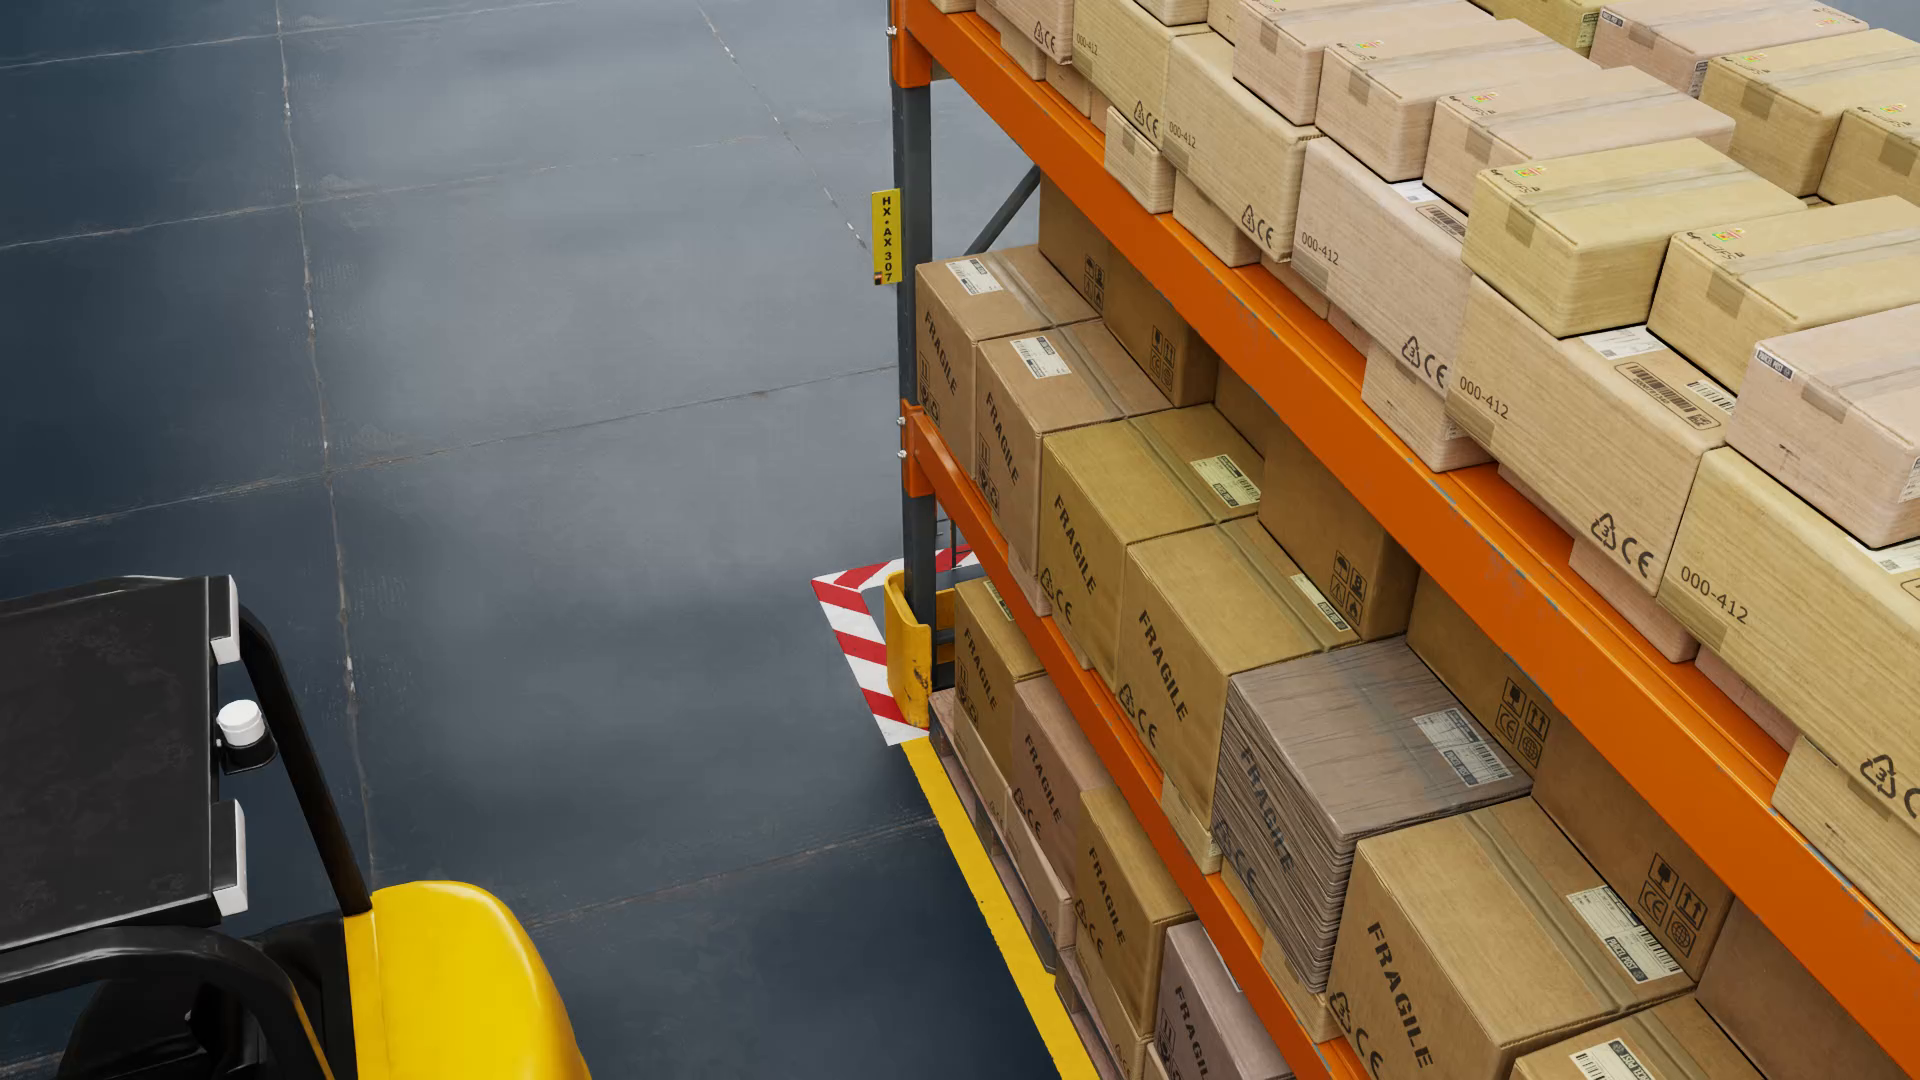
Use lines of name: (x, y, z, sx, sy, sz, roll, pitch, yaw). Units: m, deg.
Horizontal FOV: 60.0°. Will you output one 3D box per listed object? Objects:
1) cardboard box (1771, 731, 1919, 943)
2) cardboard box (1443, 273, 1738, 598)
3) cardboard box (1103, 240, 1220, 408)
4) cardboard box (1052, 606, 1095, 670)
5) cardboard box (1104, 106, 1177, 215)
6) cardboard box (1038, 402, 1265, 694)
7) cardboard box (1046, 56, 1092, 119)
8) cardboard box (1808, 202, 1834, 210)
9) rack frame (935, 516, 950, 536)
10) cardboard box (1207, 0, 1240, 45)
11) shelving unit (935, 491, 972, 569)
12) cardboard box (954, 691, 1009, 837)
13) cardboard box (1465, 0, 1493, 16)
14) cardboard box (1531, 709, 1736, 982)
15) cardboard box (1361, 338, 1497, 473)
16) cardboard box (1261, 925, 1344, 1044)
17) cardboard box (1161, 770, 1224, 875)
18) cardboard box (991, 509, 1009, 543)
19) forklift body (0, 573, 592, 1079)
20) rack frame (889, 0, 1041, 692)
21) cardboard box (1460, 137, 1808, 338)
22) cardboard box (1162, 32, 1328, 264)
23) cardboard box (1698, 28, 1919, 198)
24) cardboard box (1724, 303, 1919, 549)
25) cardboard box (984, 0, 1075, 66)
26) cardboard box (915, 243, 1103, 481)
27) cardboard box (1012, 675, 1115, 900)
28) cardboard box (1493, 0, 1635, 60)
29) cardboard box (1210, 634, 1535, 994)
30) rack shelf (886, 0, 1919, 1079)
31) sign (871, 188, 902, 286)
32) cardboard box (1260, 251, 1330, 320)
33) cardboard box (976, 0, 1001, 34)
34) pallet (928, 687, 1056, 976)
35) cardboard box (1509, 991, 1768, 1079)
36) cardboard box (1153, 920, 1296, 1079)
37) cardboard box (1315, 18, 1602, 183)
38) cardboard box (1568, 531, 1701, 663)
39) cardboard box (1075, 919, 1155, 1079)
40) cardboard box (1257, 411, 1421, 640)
cardboard box: (1.260, 0.312, 2.058, 0.380, 0.149, 0.250, -12, 39, -16)
cardboard box: (1.076, -0.211, 2.421, 0.500, 0.250, 0.500, -13, 39, -17)
cardboard box: (0.827, -0.762, 4.607, 0.700, 0.500, 0.500, -12, 39, -16)
cardboard box: (0.482, 0.199, 4.701, 0.380, 0.149, 0.250, -11, 38, -15)
cardboard box: (0.537, -0.848, 3.599, 0.380, 0.149, 0.250, -12, 39, -15)
cardboard box: (0.540, 0.012, 4.411, 0.500, 0.500, 0.500, -13, 39, -17)
cardboard box: (0.430, -1.156, 4.007, 0.380, 0.149, 0.250, -13, 39, -16)
cardboard box: (1.575, -0.326, 2.574, 0.500, 0.250, 0.500, -13, 39, -16)
rack frame: (-0.024, -0.458, 6.986, 0.200, 1.050, 0.008, -12, 39, -16)
cardboard box: (0.704, -1.041, 3.192, 0.380, 0.149, 0.250, -12, 39, -15)
shelving unit: (0.018, -0.389, 6.894, 0.215, 1.050, 0.252, -12, 39, -16)
cardboard box: (0.297, 0.709, 5.752, 0.500, 0.250, 0.500, -13, 39, -16)
cardboard box: (1.239, -0.897, 3.332, 0.500, 0.250, 0.500, -12, 39, -16)
cardboard box: (1.553, 0.381, 3.090, 0.700, 0.500, 0.500, -12, 39, -16)
cardboard box: (0.920, -0.272, 2.833, 0.380, 0.149, 0.250, -11, 38, -15)
cardboard box: (0.906, 0.934, 3.726, 0.380, 0.149, 0.250, -13, 39, -17)
cardboard box: (0.724, 0.645, 4.109, 0.380, 0.149, 0.250, -12, 39, -16)
cardboard box: (0.317, -0.093, 5.089, 0.380, 0.149, 0.250, -14, 39, -17)
forklift body: (-2.015, 1.328, 3.699, 2.313, 2.155, 1.214, -12, 39, -16)
rack frame: (0.279, -0.734, 5.732, 1.000, 3.000, 0.127, -12, 39, -16)
cardboard box: (0.962, -0.441, 2.395, 0.380, 0.149, 0.250, -11, 38, -15)
cardboard box: (0.725, -0.785, 3.184, 0.500, 0.250, 0.500, -12, 39, -15)
cardboard box: (1.456, -0.712, 2.755, 0.380, 0.149, 0.250, -14, 39, -17)
cardboard box: (1.180, -0.156, 2.017, 0.380, 0.149, 0.250, -13, 39, -17)
cardboard box: (0.366, -1.366, 3.954, 0.500, 0.250, 0.500, -13, 39, -17)
cardboard box: (0.182, -0.568, 5.181, 0.500, 0.500, 0.500, -13, 39, -17)
cardboard box: (0.490, 0.717, 5.117, 0.500, 0.500, 0.500, -14, 39, -18)
cardboard box: (1.241, -0.998, 3.134, 0.380, 0.149, 0.250, -12, 39, -15)
cardboard box: (0.903, 0.586, 3.649, 0.500, 0.500, 0.500, -11, 38, -15)
rack shelf: (0.967, -0.515, 3.546, 1.077, 0.370, 4.000, -12, 39, -16)
sign: (-0.230, -0.968, 5.322, 0.100, 0.325, 0.005, -12, 39, -16)
cardboard box: (0.818, -0.581, 3.243, 0.380, 0.149, 0.250, -13, 39, -16)
cardboard box: (0.263, -1.448, 4.394, 0.380, 0.149, 0.250, -14, 39, -17)
pallet: (0.552, 0.889, 5.895, 1.003, 0.211, 1.213, -12, 39, -16)
cardboard box: (1.269, 1.167, 2.877, 0.500, 0.500, 0.500, -13, 39, -17)
cardboard box: (0.847, 1.303, 4.340, 0.500, 0.500, 0.500, -10, 38, -14)
cardboard box: (0.832, -0.744, 2.797, 0.380, 0.149, 0.250, -12, 39, -15)
cardboard box: (1.146, 0.012, 2.456, 0.380, 0.149, 0.250, -12, 39, -15)
cardboard box: (0.665, 1.305, 4.961, 0.500, 0.250, 0.500, -10, 38, -13)
cardboard box: (1.140, -0.184, 3.840, 0.700, 0.500, 0.500, -13, 39, -16)
